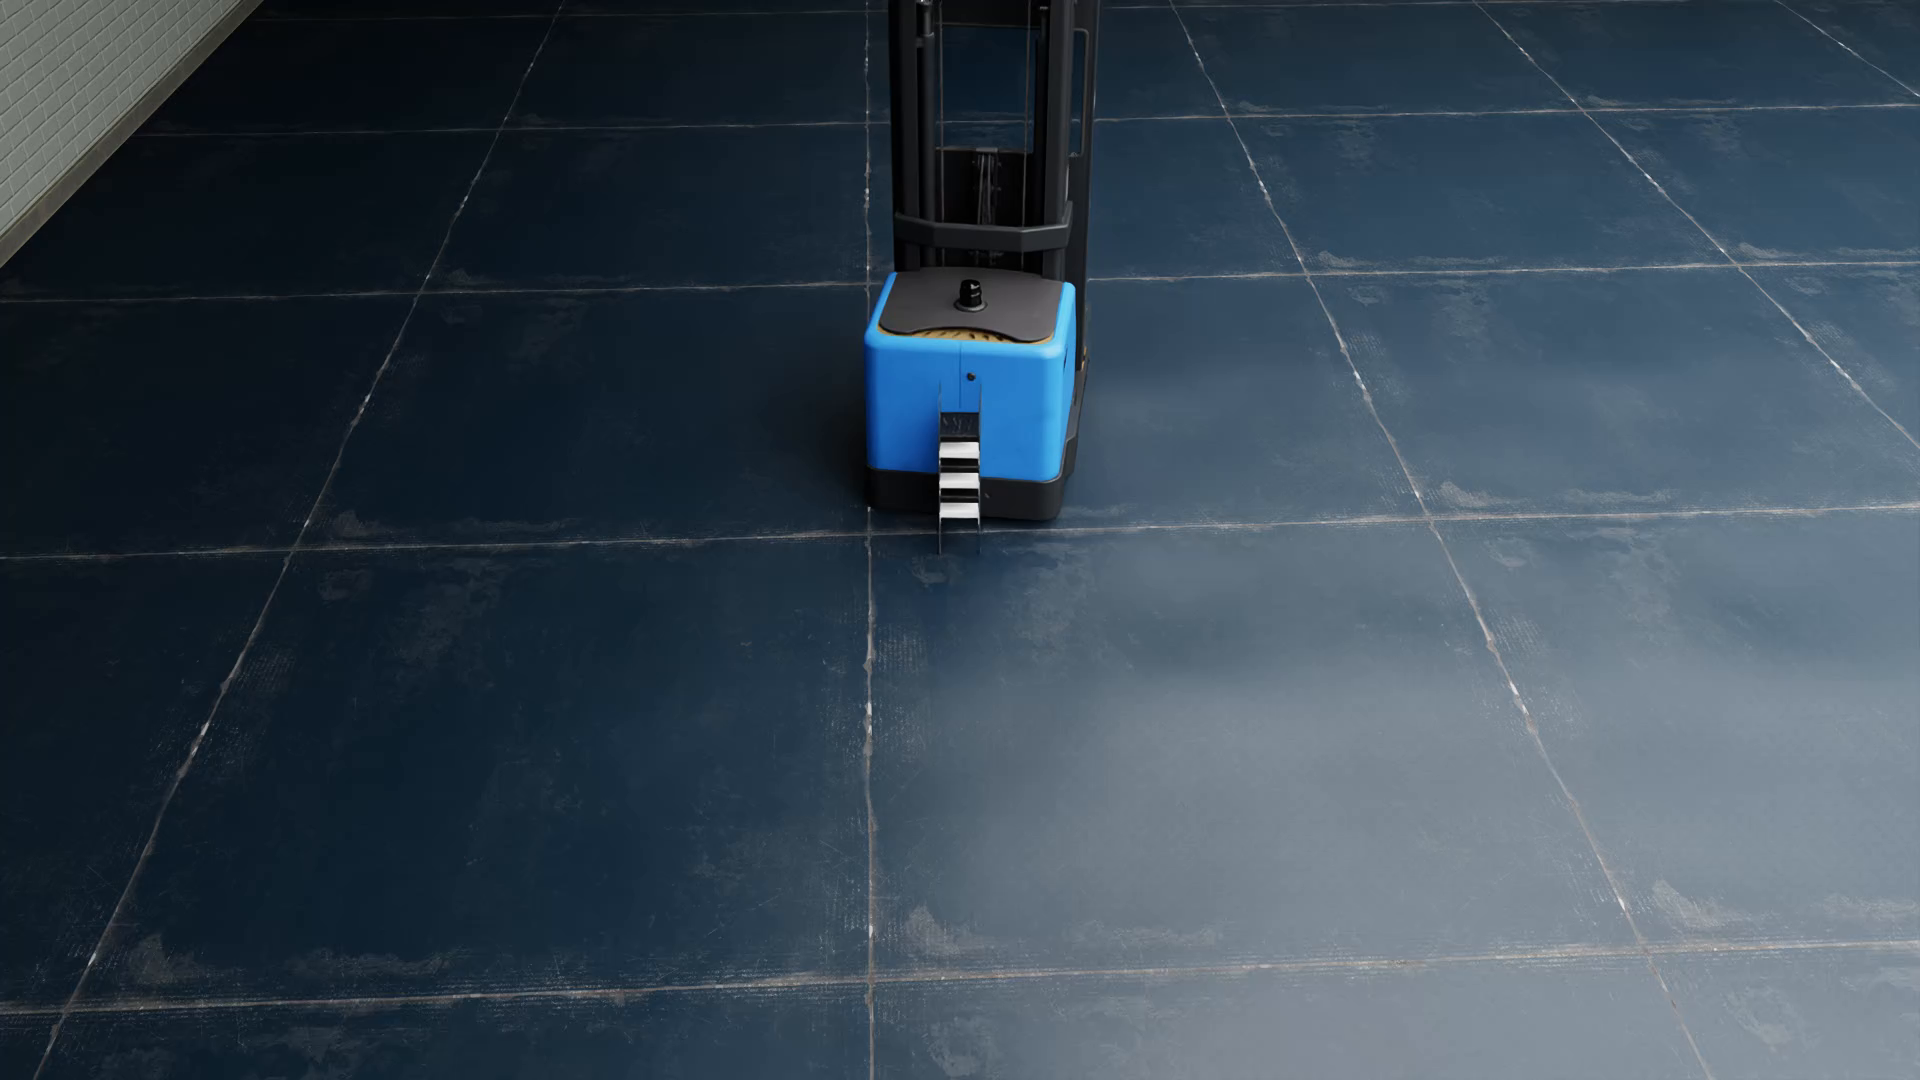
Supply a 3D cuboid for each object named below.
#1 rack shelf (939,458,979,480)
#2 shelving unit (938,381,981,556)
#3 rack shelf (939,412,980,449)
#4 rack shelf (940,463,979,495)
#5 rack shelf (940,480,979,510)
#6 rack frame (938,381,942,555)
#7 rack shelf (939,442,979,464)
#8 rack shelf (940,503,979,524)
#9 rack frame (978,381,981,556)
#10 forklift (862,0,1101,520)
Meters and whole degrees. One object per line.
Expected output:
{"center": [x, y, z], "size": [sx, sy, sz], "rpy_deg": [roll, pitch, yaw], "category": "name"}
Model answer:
{"center": [-0.001, -0.405, 8.444], "size": [0.200, 0.077, 0.258], "rpy_deg": [1, 35, 1], "category": "rack shelf"}
{"center": [-0.001, -0.358, 8.476], "size": [0.210, 0.900, 0.258], "rpy_deg": [1, 35, 1], "category": "shelving unit"}
{"center": [-0.001, -0.553, 8.342], "size": [0.200, 0.077, 0.258], "rpy_deg": [1, 35, 1], "category": "rack shelf"}
{"center": [-0.001, -0.331, 8.495], "size": [0.200, 0.077, 0.258], "rpy_deg": [1, 35, 1], "category": "rack shelf"}
{"center": [-0.001, -0.256, 8.546], "size": [0.200, 0.077, 0.258], "rpy_deg": [1, 35, 1], "category": "rack shelf"}
{"center": [-0.103, -0.359, 8.478], "size": [0.006, 0.900, 0.240], "rpy_deg": [1, 35, 1], "category": "rack frame"}
{"center": [-0.001, -0.479, 8.393], "size": [0.200, 0.077, 0.258], "rpy_deg": [1, 35, 1], "category": "rack shelf"}
{"center": [-0.001, -0.182, 8.598], "size": [0.200, 0.077, 0.258], "rpy_deg": [1, 35, 1], "category": "rack shelf"}
{"center": [0.101, -0.357, 8.475], "size": [0.006, 0.900, 0.240], "rpy_deg": [1, 35, 1], "category": "rack frame"}
{"center": [0.206, -2.135, 9.260], "size": [1.130, 2.935, 3.031], "rpy_deg": [4, 35, 6], "category": "forklift"}
